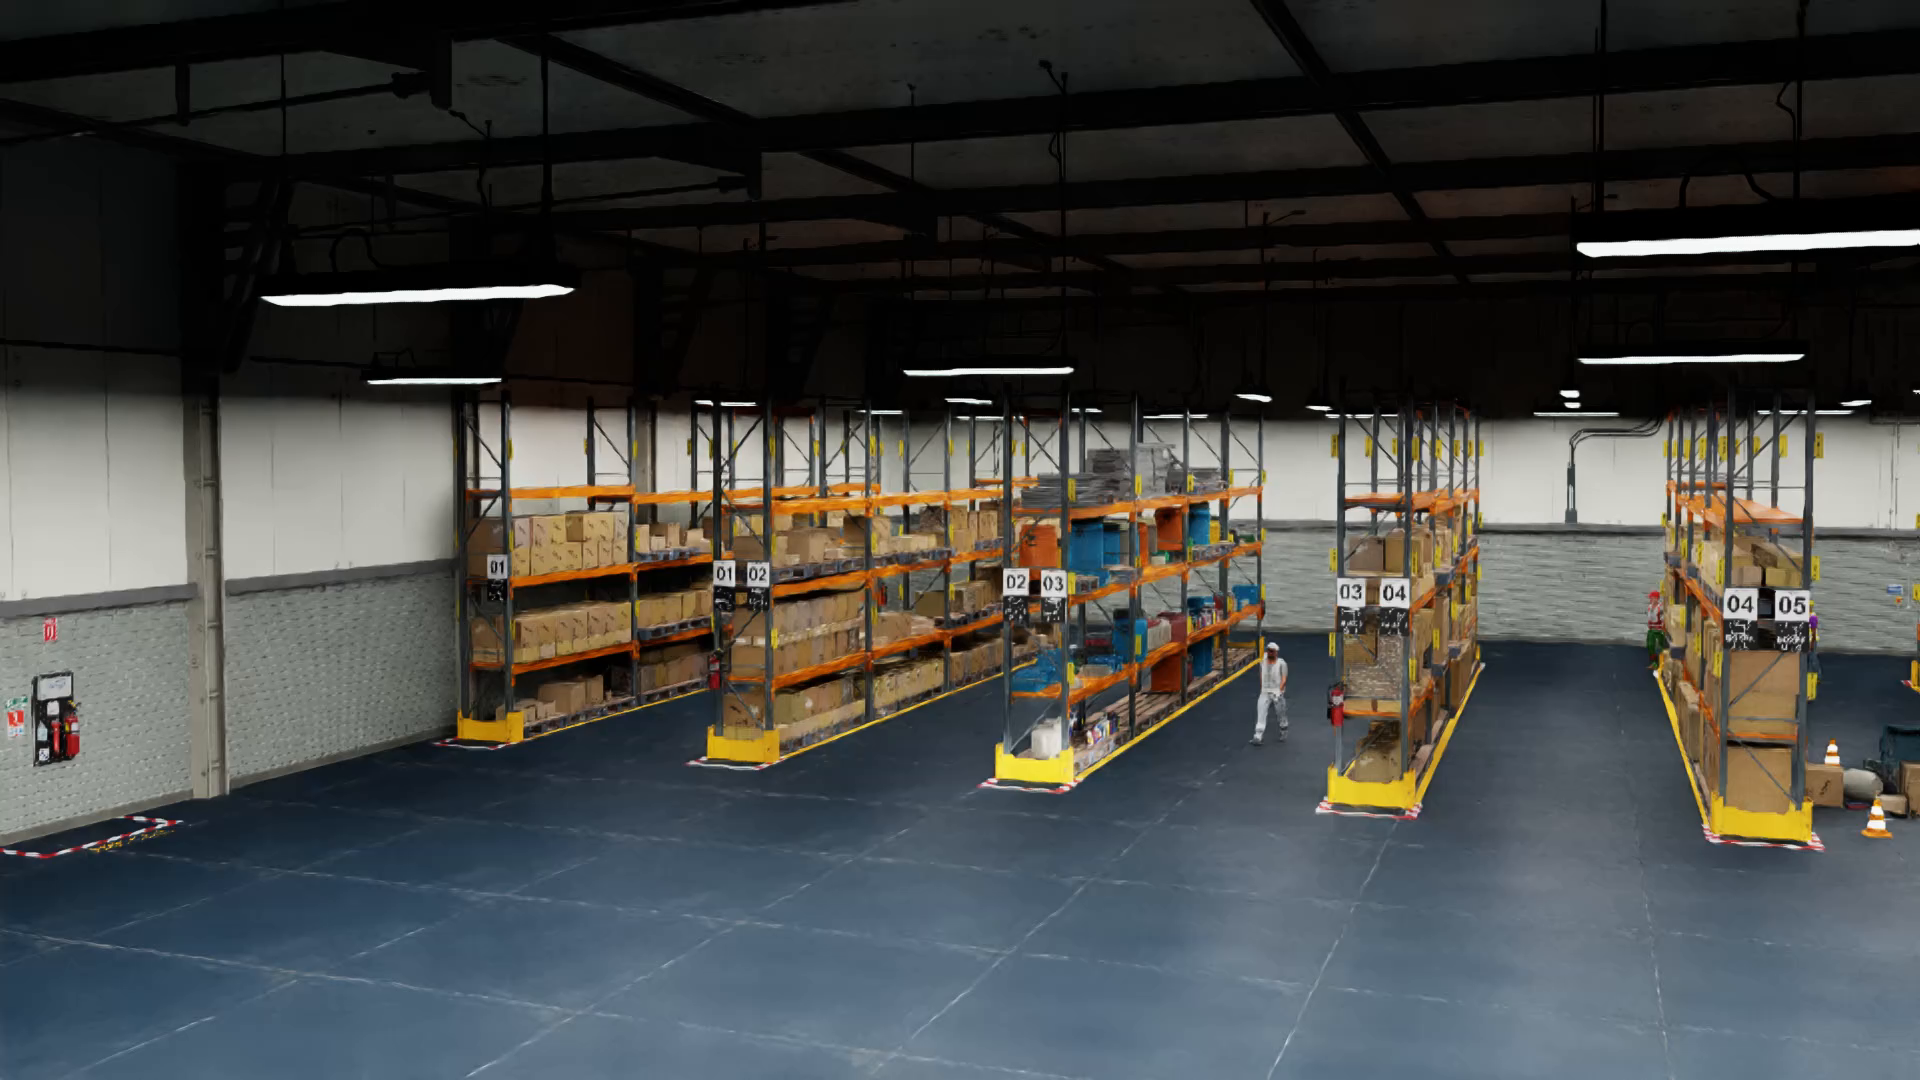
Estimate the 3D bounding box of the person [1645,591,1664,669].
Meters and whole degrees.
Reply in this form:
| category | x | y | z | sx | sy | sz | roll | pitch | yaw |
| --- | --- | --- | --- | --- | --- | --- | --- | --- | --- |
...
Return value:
| category | x | y | z | sx | sy | sz | roll | pitch | yaw |
| --- | --- | --- | --- | --- | --- | --- | --- | --- | --- |
| person | 15.865 | 2.042 | 37.760 | 0.577 | 1.776 | 0.571 | -2 | 4 | -31 |

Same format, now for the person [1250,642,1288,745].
| category | x | y | z | sx | sy | sz | roll | pitch | yaw |
| --- | --- | --- | --- | --- | --- | --- | --- | --- | --- |
| person | 5.275 | 2.577 | 28.097 | 0.534 | 1.726 | 1.038 | 2 | 4 | 30 |

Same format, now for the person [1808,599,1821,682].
| category | x | y | z | sx | sy | sz | roll | pitch | yaw |
| --- | --- | --- | --- | --- | --- | --- | --- | --- | --- |
| person | 18.193 | 2.150 | 35.674 | 0.508 | 1.768 | 0.666 | 1 | 3 | 12 |
